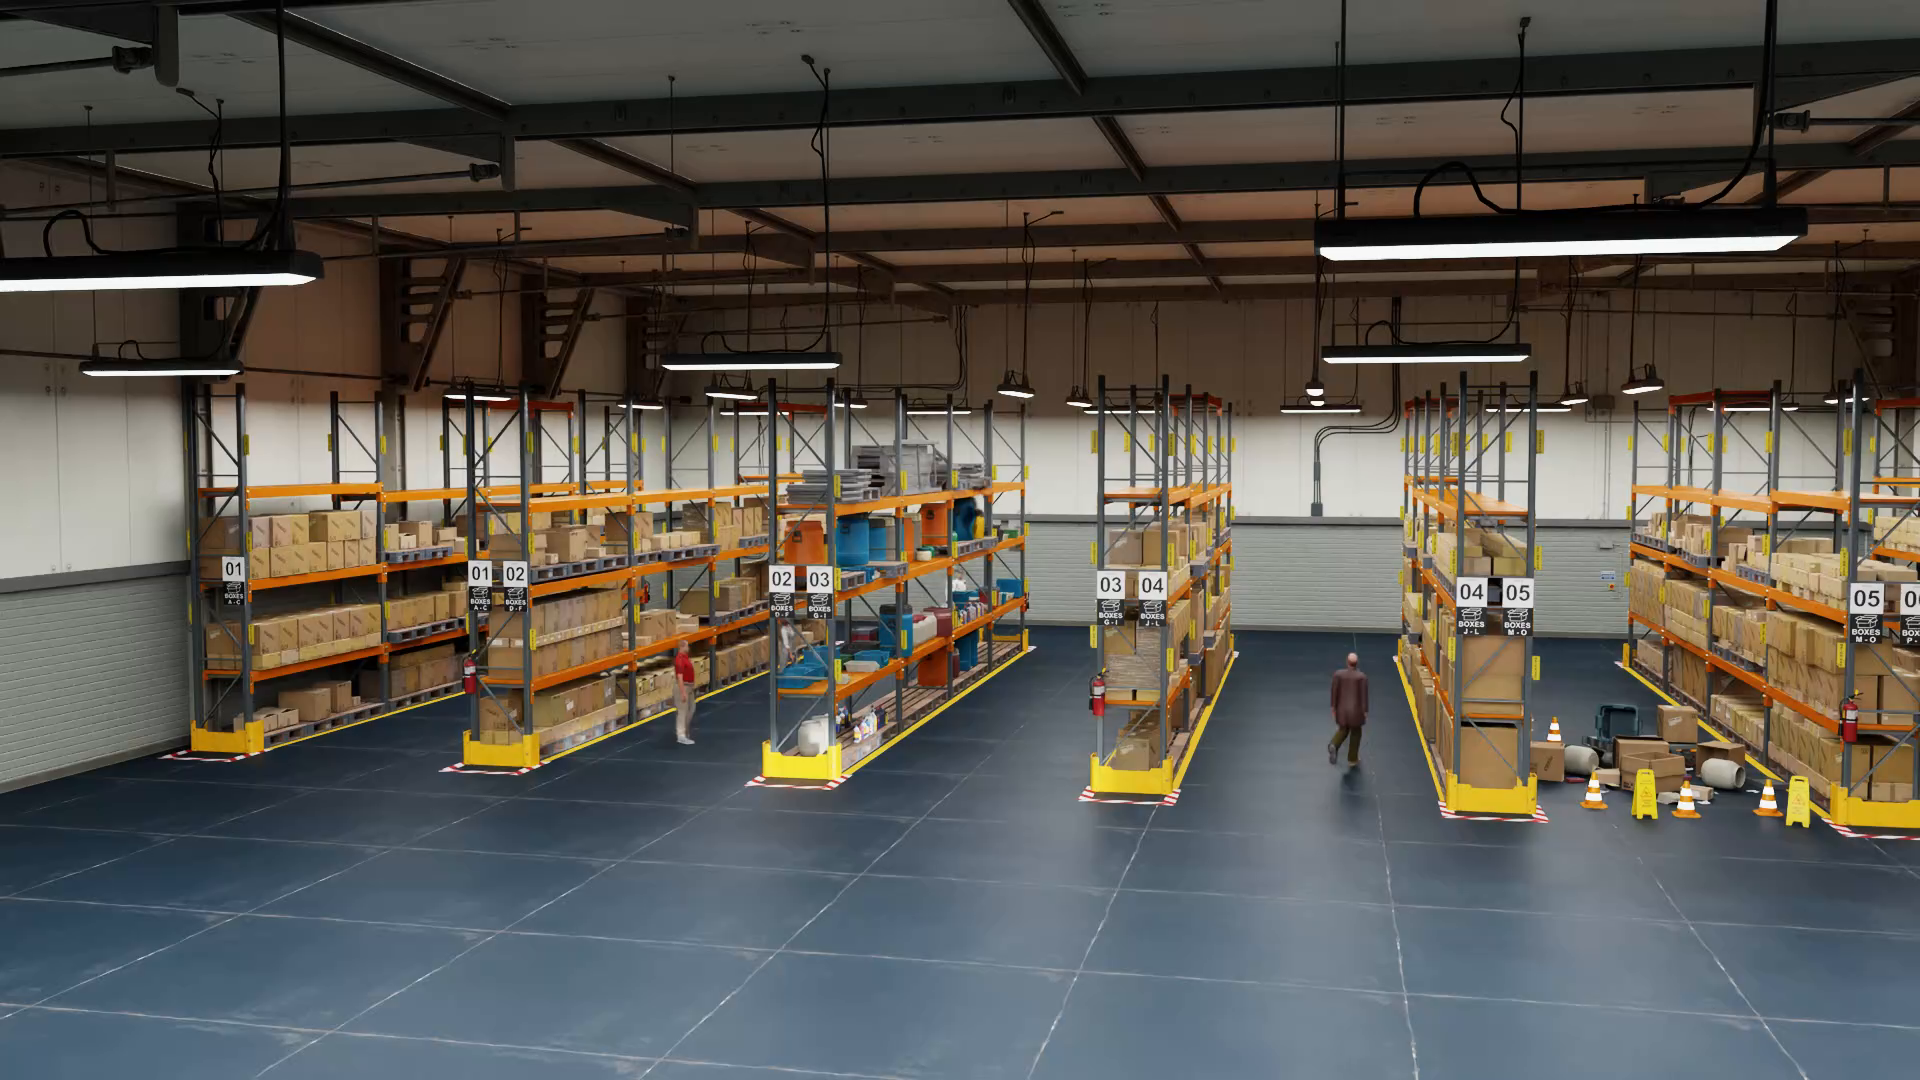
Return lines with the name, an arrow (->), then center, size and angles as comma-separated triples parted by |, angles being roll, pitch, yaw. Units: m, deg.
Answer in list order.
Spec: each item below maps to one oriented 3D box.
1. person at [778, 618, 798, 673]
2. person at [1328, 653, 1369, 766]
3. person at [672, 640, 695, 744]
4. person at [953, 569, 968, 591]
person -> -3.419, 2.296, 33.488 | 0.567, 1.566, 0.564 | 2, 4, 26
person -> 6.018, 2.635, 25.763 | 0.779, 1.760, 0.579 | -3, 5, -44
person -> -4.631, 2.586, 27.984 | 0.391, 1.823, 0.595 | 0, 3, 4
person -> -0.046, 1.596, 44.967 | 0.792, 1.648, 0.512 | 3, 4, 38
